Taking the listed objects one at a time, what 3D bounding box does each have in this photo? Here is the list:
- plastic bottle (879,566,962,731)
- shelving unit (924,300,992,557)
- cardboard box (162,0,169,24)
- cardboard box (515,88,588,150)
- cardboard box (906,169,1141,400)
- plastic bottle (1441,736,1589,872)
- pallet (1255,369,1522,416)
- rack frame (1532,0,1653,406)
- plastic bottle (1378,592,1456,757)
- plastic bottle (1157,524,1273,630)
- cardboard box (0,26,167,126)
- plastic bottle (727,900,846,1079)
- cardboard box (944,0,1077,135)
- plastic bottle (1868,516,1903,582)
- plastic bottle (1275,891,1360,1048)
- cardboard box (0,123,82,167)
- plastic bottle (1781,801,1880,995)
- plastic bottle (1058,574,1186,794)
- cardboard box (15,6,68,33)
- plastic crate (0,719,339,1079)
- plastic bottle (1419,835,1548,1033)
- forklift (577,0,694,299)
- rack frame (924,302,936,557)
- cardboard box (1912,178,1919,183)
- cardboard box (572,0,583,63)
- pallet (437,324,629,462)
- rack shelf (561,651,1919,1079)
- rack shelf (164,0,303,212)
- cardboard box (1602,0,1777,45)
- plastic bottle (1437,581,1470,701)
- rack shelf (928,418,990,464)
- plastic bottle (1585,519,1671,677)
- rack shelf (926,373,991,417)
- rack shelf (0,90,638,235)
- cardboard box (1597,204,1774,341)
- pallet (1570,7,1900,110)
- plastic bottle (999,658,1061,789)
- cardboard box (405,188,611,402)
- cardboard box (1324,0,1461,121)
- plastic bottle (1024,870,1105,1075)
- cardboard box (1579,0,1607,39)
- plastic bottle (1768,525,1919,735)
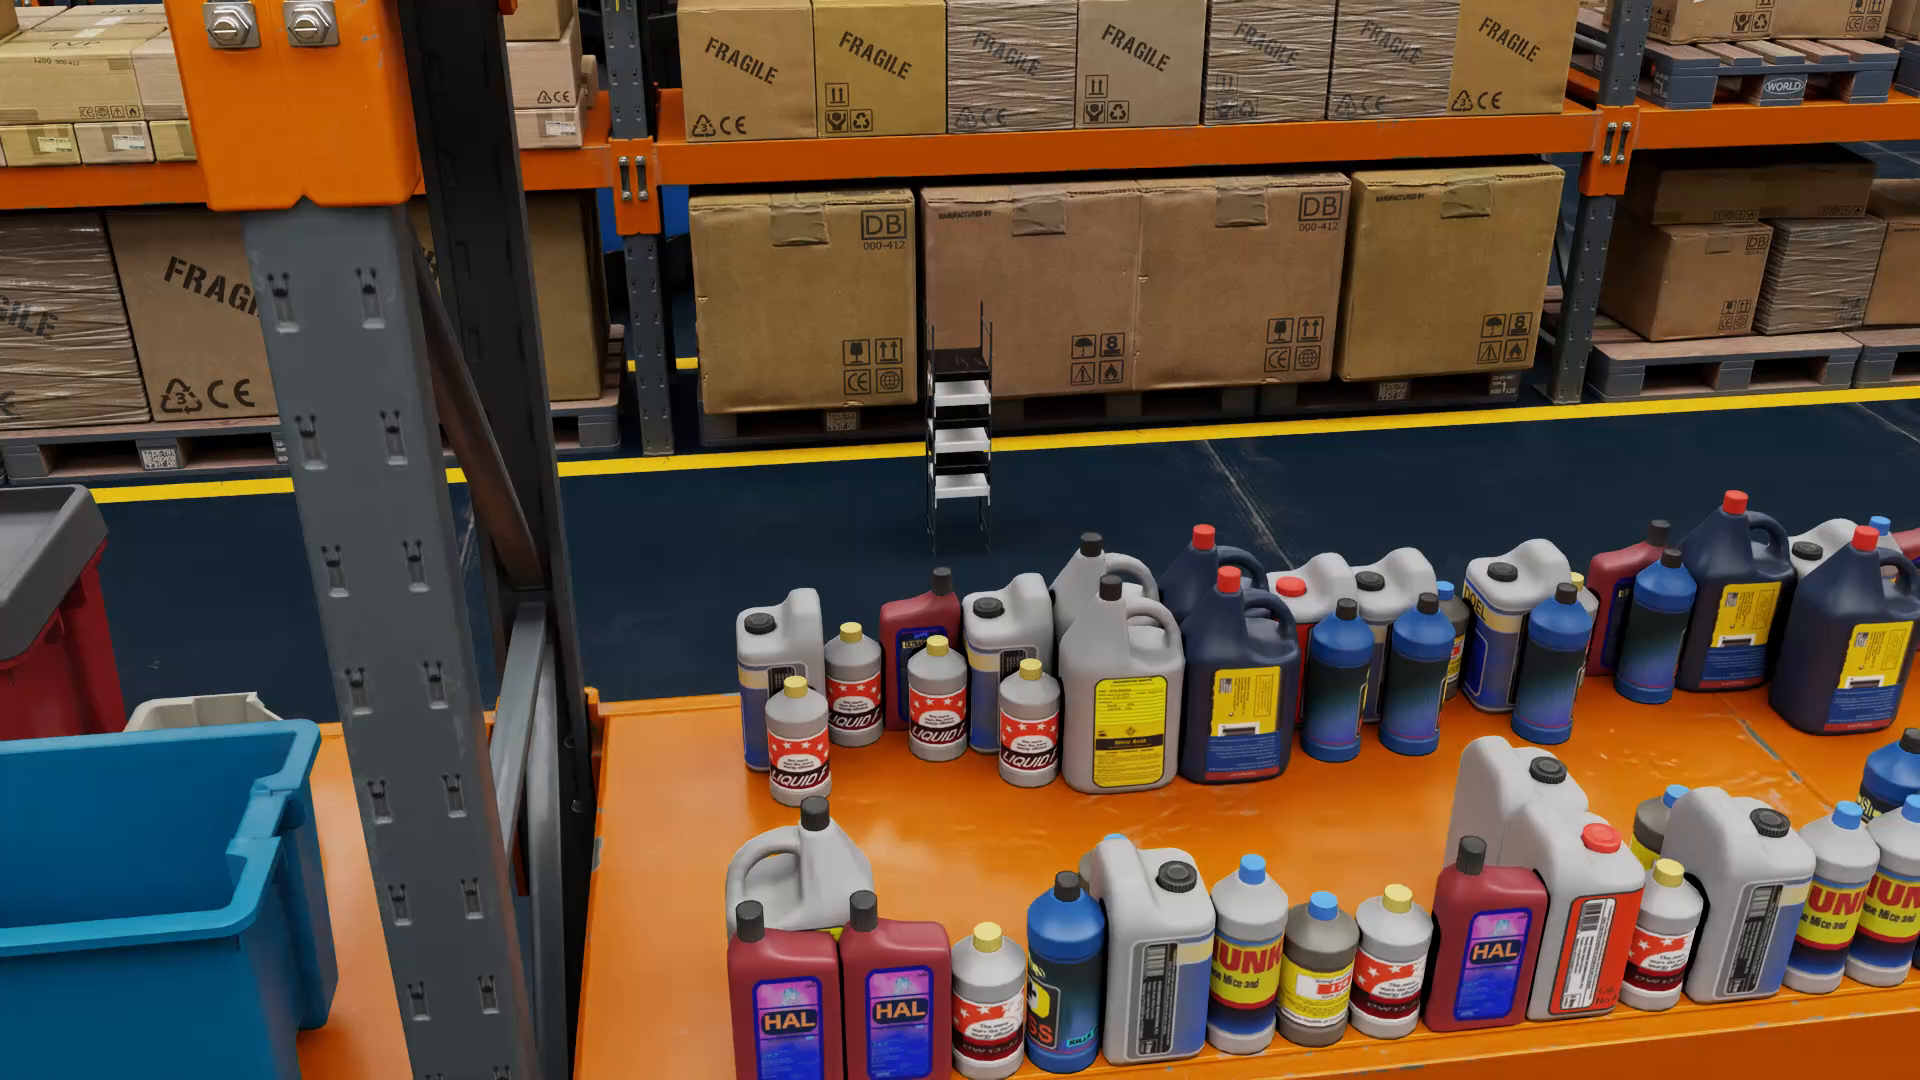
[{"bbox_3d":[-0.065,0.179,2.744,0.133,0.283,0.061,-4,27,-7],"label":"plastic bottle"},{"bbox_3d":[-0.008,-0.400,6.044,0.210,0.900,0.258,-4,27,-7],"label":"shelving unit"},{"bbox_3d":[-2.836,-2.327,6.517,0.500,0.500,0.500,-5,28,-9],"label":"cardboard box"},{"bbox_3d":[-1.579,-1.626,6.409,0.250,0.149,0.380,-4,27,-7],"label":"cardboard box"},{"bbox_3d":[0.193,-1.254,7.276,0.875,0.875,1.225,-5,28,-9],"label":"cardboard box"},{"bbox_3d":[0.774,0.404,2.313,0.135,0.276,0.152,-4,27,-7],"label":"plastic bottle"},{"bbox_3d":[1.847,-0.903,7.779,1.213,0.211,1.003,-4,27,-7],"label":"pallet"},{"bbox_3d":[2.638,-2.160,7.174,0.127,3.000,1.000,-4,27,-7],"label":"rack frame"},{"bbox_3d":[0.743,0.211,2.695,0.097,0.271,0.097,0,27,0],"label":"plastic bottle"},{"bbox_3d":[0.415,0.137,2.751,0.185,0.351,0.144,-4,27,-7],"label":"plastic bottle"},{"bbox_3d":[-3.243,-1.727,6.169,0.500,0.250,0.500,-4,27,-8],"label":"cardboard box"},{"bbox_3d":[-0.210,0.555,2.011,0.133,0.283,0.061,-4,27,-7],"label":"plastic bottle"},{"bbox_3d":[0.161,-1.930,6.617,0.500,0.500,0.500,-4,27,-8],"label":"cardboard box"},{"bbox_3d":[1.592,0.086,2.938,0.097,0.271,0.097,0,27,0],"label":"plastic bottle"},{"bbox_3d":[0.456,0.540,2.129,0.097,0.201,0.097,0,27,0],"label":"plastic bottle"},{"bbox_3d":[-3.363,-1.511,6.185,0.250,0.149,0.380,-4,27,-8],"label":"cardboard box"},{"bbox_3d":[1.144,0.465,2.199,0.097,0.271,0.097,0,27,0],"label":"plastic bottle"},{"bbox_3d":[0.252,0.214,2.601,0.185,0.351,0.144,-4,27,-7],"label":"plastic bottle"},{"bbox_3d":[-3.834,-1.932,6.568,0.500,0.250,0.500,-5,28,-9],"label":"cardboard box"},{"bbox_3d":[-1.047,0.498,1.946,0.575,0.384,0.392,-4,27,-7],"label":"plastic crate"},{"bbox_3d":[0.669,0.498,2.121,0.133,0.283,0.061,-4,27,-7],"label":"plastic bottle"},{"bbox_3d":[-1.347,-3.002,8.890,3.031,2.935,1.130,-24,36,-38],"label":"forklift"},{"bbox_3d":[-0.109,-0.393,6.031,0.006,0.900,0.240,-4,27,-7],"label":"rack frame"},{"bbox_3d":[4.959,-1.411,7.971,0.500,0.500,0.700,-6,28,-12],"label":"cardboard box"},{"bbox_3d":[-1.824,-2.060,6.817,0.500,0.250,0.500,-4,27,-8],"label":"cardboard box"},{"bbox_3d":[-2.087,-0.652,7.290,1.213,0.211,1.003,-4,27,-7],"label":"pallet"},{"bbox_3d":[1.348,0.526,2.727,4.000,0.370,1.077,-4,27,-7],"label":"rack shelf"},{"bbox_3d":[-2.613,-0.554,1.546,4.000,0.370,1.077,-4,27,-7],"label":"rack shelf"},{"bbox_3d":[3.167,-2.444,7.158,0.500,0.500,0.500,-7,28,-13],"label":"cardboard box"},{"bbox_3d":[0.818,0.167,2.857,0.097,0.201,0.097,0,27,0],"label":"plastic bottle"},{"bbox_3d":[-0.008,-0.370,6.059,0.200,0.077,0.258,-4,27,-7],"label":"rack shelf"},{"bbox_3d":[1.159,0.100,2.897,0.133,0.283,0.061,-4,27,-7],"label":"plastic bottle"},{"bbox_3d":[-0.008,-0.530,5.977,0.200,0.077,0.258,-4,27,-7],"label":"rack shelf"},{"bbox_3d":[-3.303,-1.458,6.595,4.000,0.370,1.077,-4,27,-7],"label":"rack shelf"},{"bbox_3d":[3.299,-1.295,7.745,0.500,0.500,0.700,-5,28,-10],"label":"cardboard box"},{"bbox_3d":[3.329,-2.168,7.400,1.003,0.211,1.213,-4,27,-7],"label":"pallet"},{"bbox_3d":[0.110,0.282,2.631,0.097,0.201,0.097,0,27,0],"label":"plastic bottle"},{"bbox_3d":[-1.987,-1.141,7.056,0.875,0.875,0.875,-4,27,-7],"label":"cardboard box"},{"bbox_3d":[1.690,-2.032,6.815,0.500,0.500,0.500,-4,27,-8],"label":"cardboard box"},{"bbox_3d":[0.130,0.530,2.073,0.097,0.271,0.097,0,27,0],"label":"plastic bottle"},{"bbox_3d":[4.450,-3.709,12.198,0.750,0.750,1.050,-4,27,-7],"label":"cardboard box"},{"bbox_3d":[1.477,0.139,2.747,0.185,0.351,0.144,-4,27,-7],"label":"plastic bottle"}]
